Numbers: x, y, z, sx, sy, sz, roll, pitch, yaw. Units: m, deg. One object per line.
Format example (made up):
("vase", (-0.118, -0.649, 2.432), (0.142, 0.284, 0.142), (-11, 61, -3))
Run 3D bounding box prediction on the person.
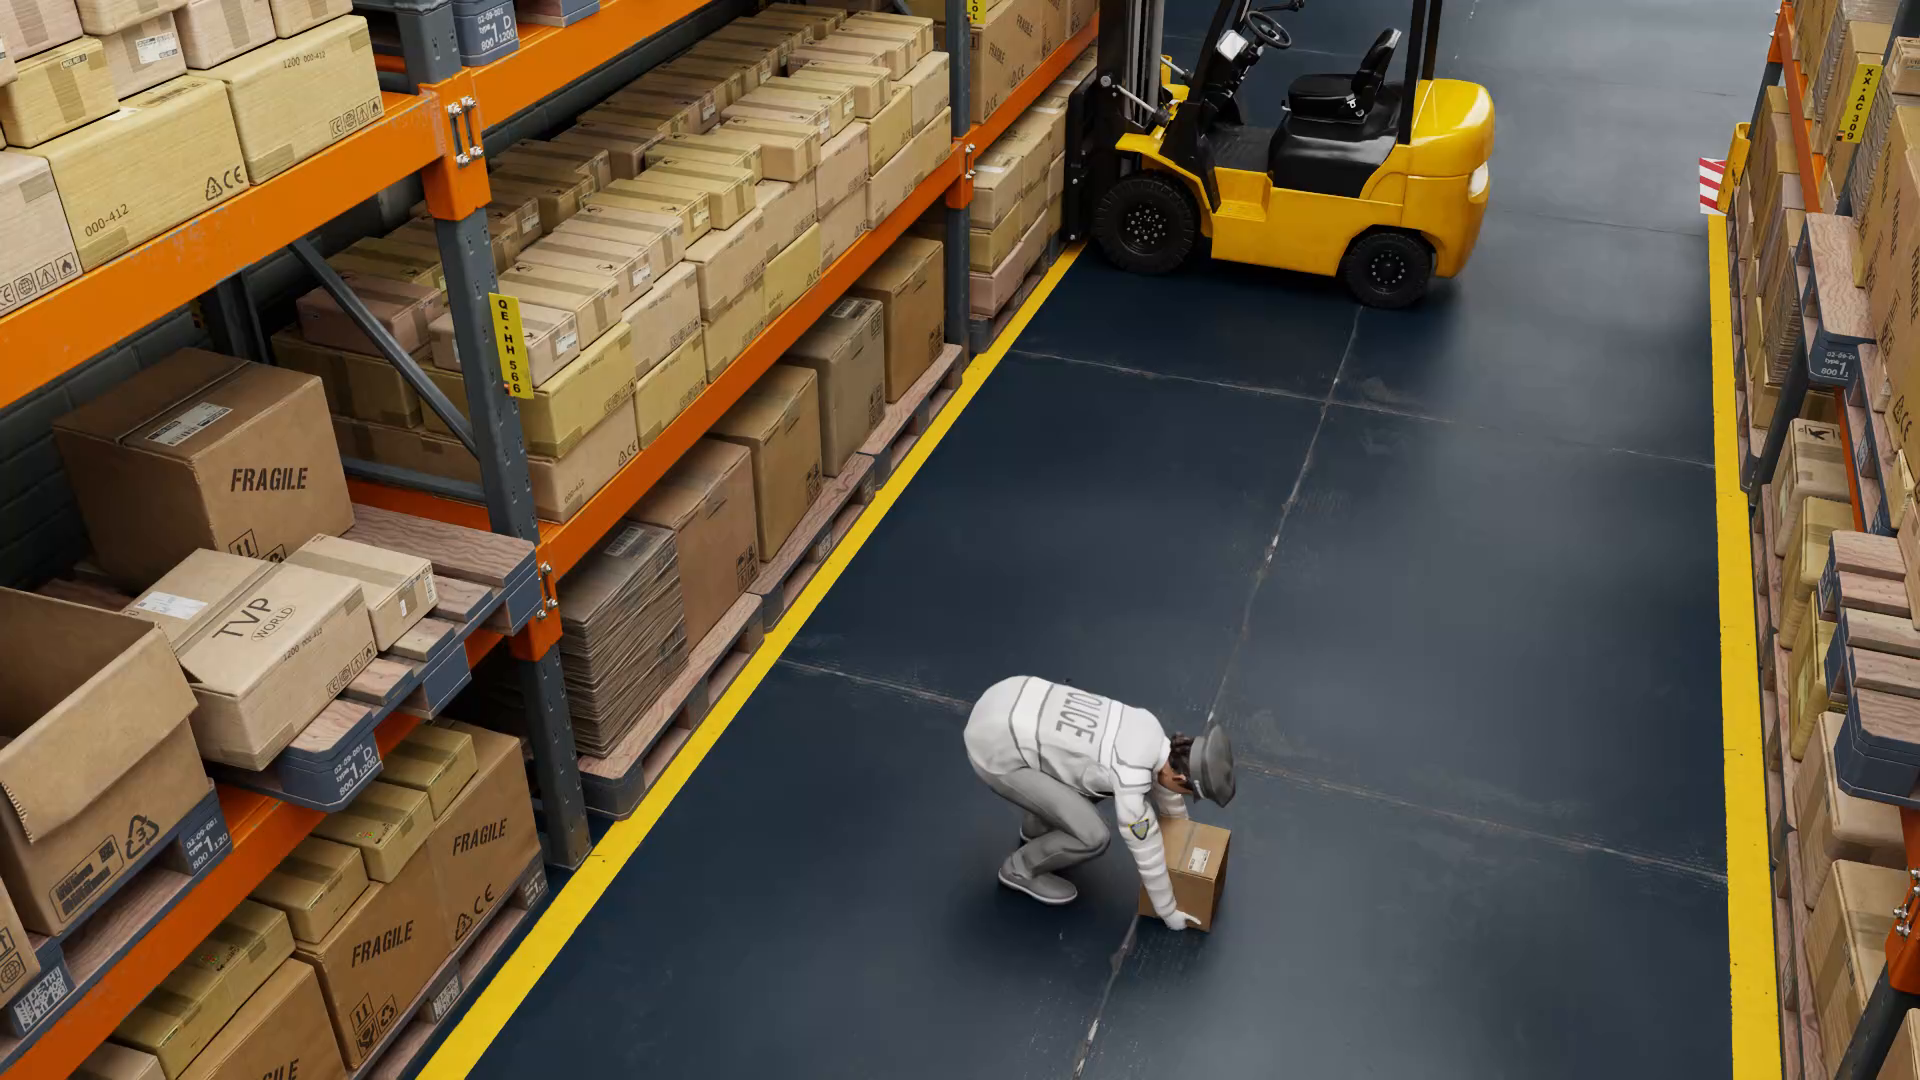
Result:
("person", (0.469, 0.875, 5.652), (0.908, 0.789, 0.464), (10, 35, 15))
